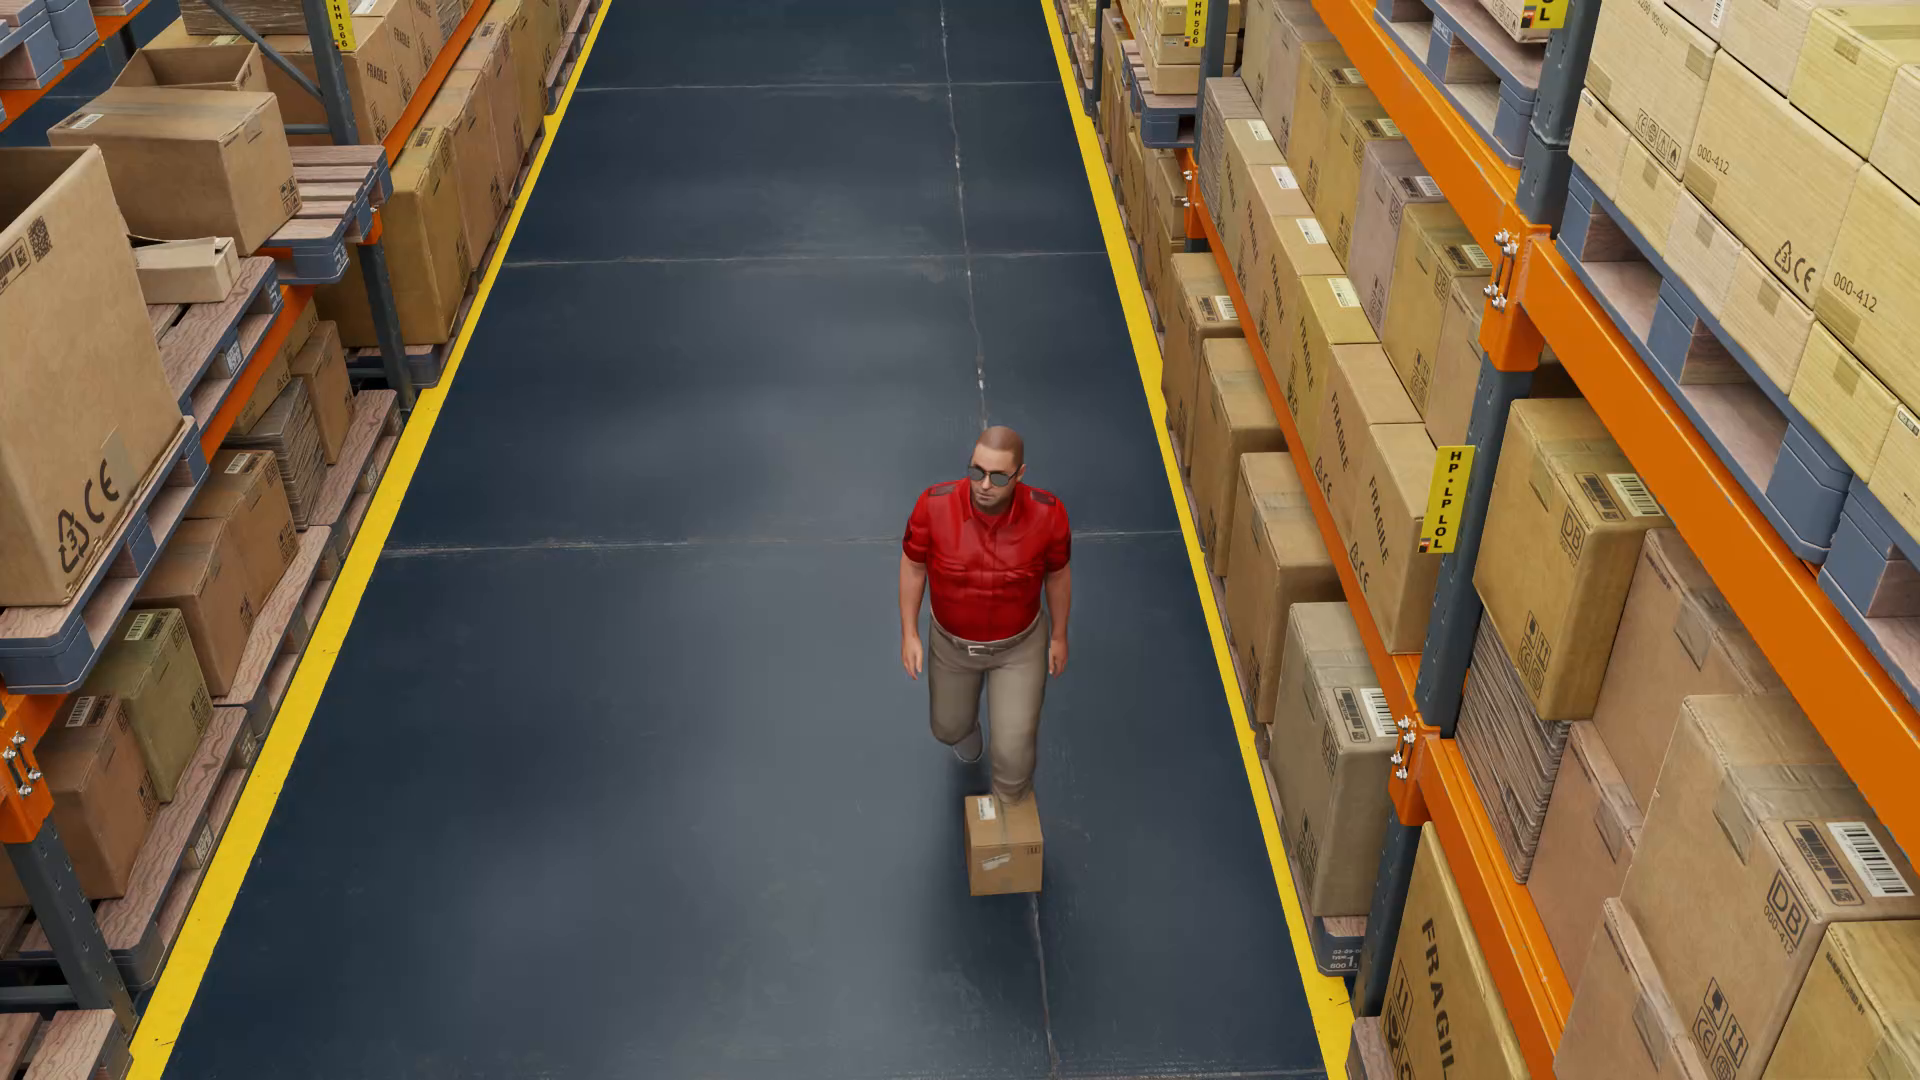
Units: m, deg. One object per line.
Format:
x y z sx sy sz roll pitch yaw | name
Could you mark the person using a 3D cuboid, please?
0.091 0.289 5.754 0.584 1.701 0.788 3 35 5 | person
